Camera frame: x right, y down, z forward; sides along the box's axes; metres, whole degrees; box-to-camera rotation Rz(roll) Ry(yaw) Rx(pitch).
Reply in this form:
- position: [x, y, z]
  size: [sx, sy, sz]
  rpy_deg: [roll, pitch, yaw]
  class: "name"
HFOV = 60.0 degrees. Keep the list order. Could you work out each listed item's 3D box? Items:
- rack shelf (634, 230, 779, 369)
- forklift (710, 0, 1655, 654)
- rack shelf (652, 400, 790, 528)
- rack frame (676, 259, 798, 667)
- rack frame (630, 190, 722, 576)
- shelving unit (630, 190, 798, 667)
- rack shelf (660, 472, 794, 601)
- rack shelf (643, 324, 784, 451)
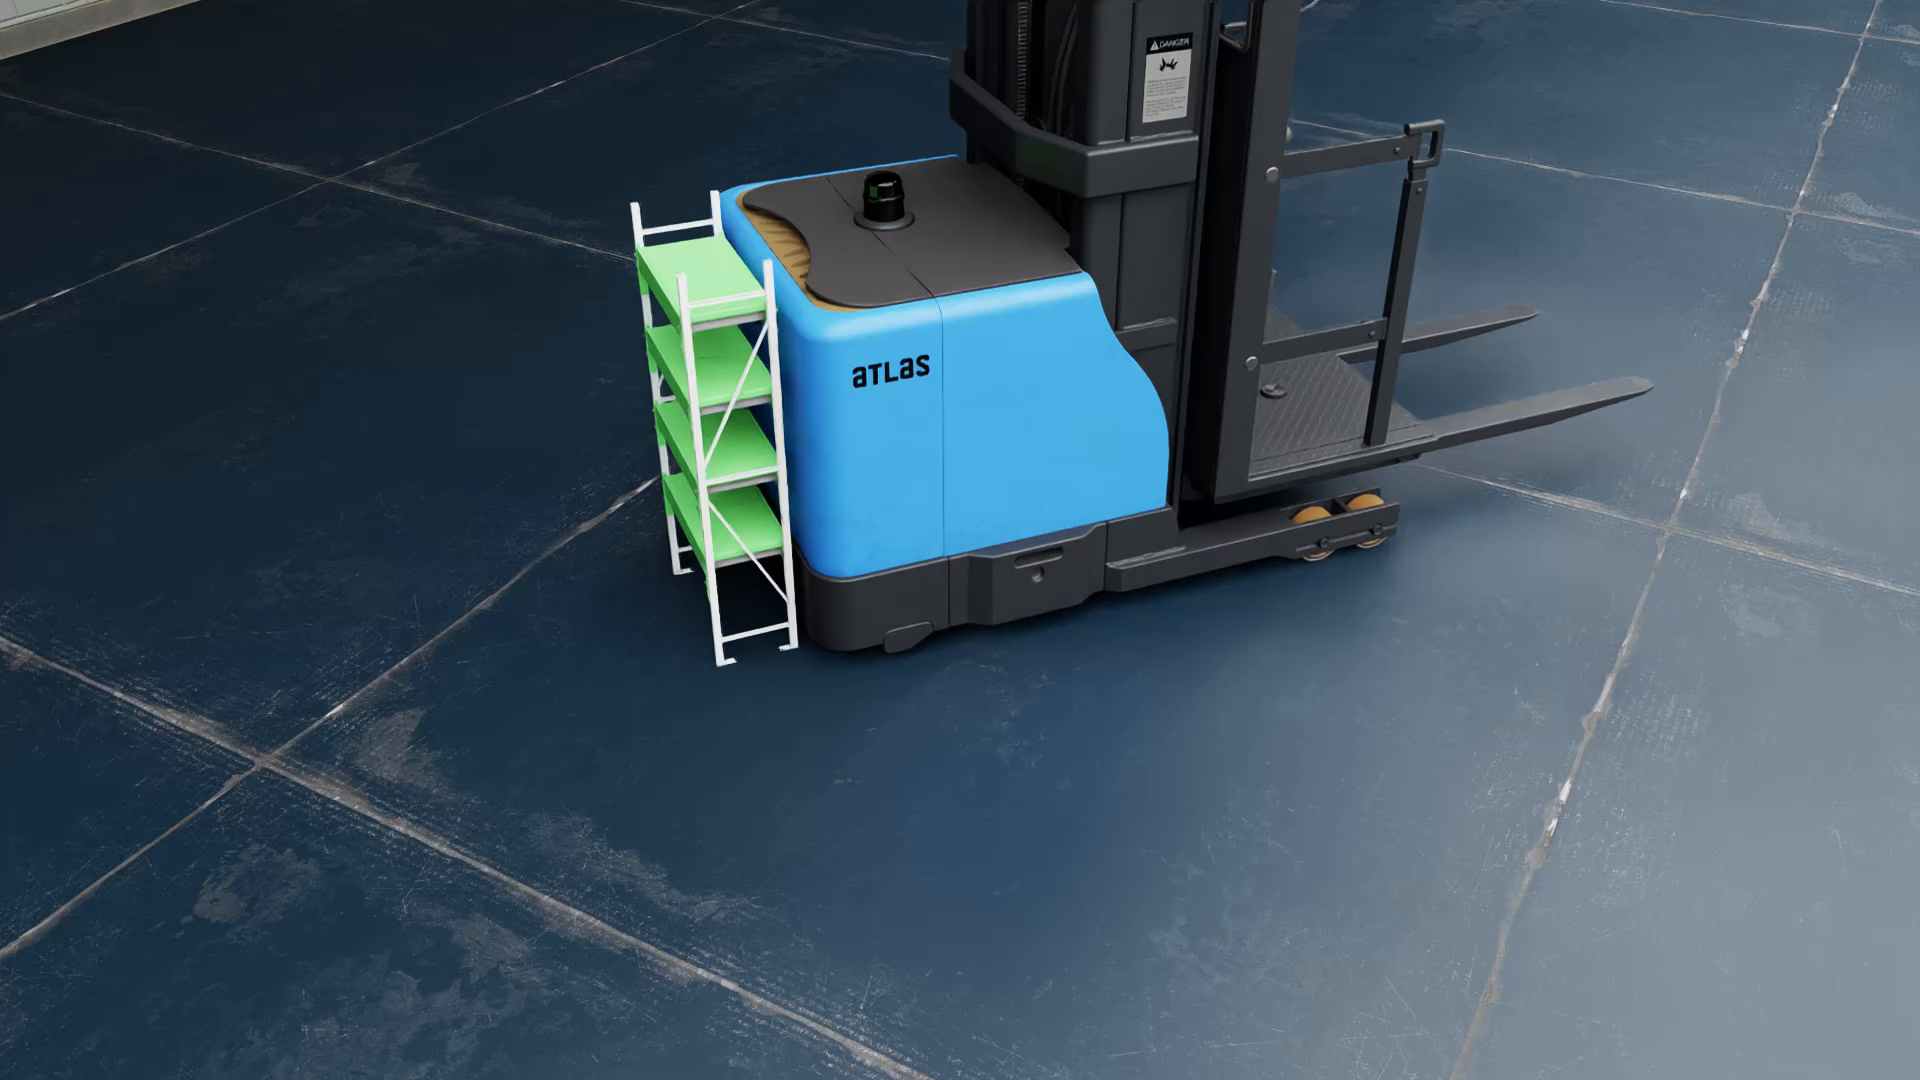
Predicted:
- position: [-0.672, -0.641, 4.379]
  size: [0.258, 0.148, 0.480]
  rpy_deg: [-13, 36, -19]
  class: "rack shelf"
- position: [0.826, -1.414, 4.729]
  size: [3.031, 2.935, 1.130]
  rpy_deg: [-13, 36, -18]
  class: "forklift"
- position: [-0.672, -0.241, 4.645]
  size: [0.258, 0.148, 0.480]
  rpy_deg: [-13, 36, -19]
  class: "rack shelf"
- position: [-0.579, -0.170, 4.422]
  size: [0.240, 1.200, 0.015]
  rpy_deg: [-13, 36, -19]
  class: "rack frame"
- position: [-0.766, -0.420, 4.797]
  size: [0.240, 1.200, 0.015]
  rpy_deg: [-13, 36, -19]
  class: "rack frame"
- position: [-0.672, -0.295, 4.610]
  size: [0.258, 1.200, 0.503]
  rpy_deg: [-13, 36, -19]
  class: "shelving unit"
- position: [-0.672, -0.042, 4.778]
  size: [0.258, 0.148, 0.480]
  rpy_deg: [-13, 36, -19]
  class: "rack shelf"
- position: [-0.672, -0.441, 4.512]
  size: [0.258, 0.148, 0.480]
  rpy_deg: [-13, 36, -19]
  class: "rack shelf"
